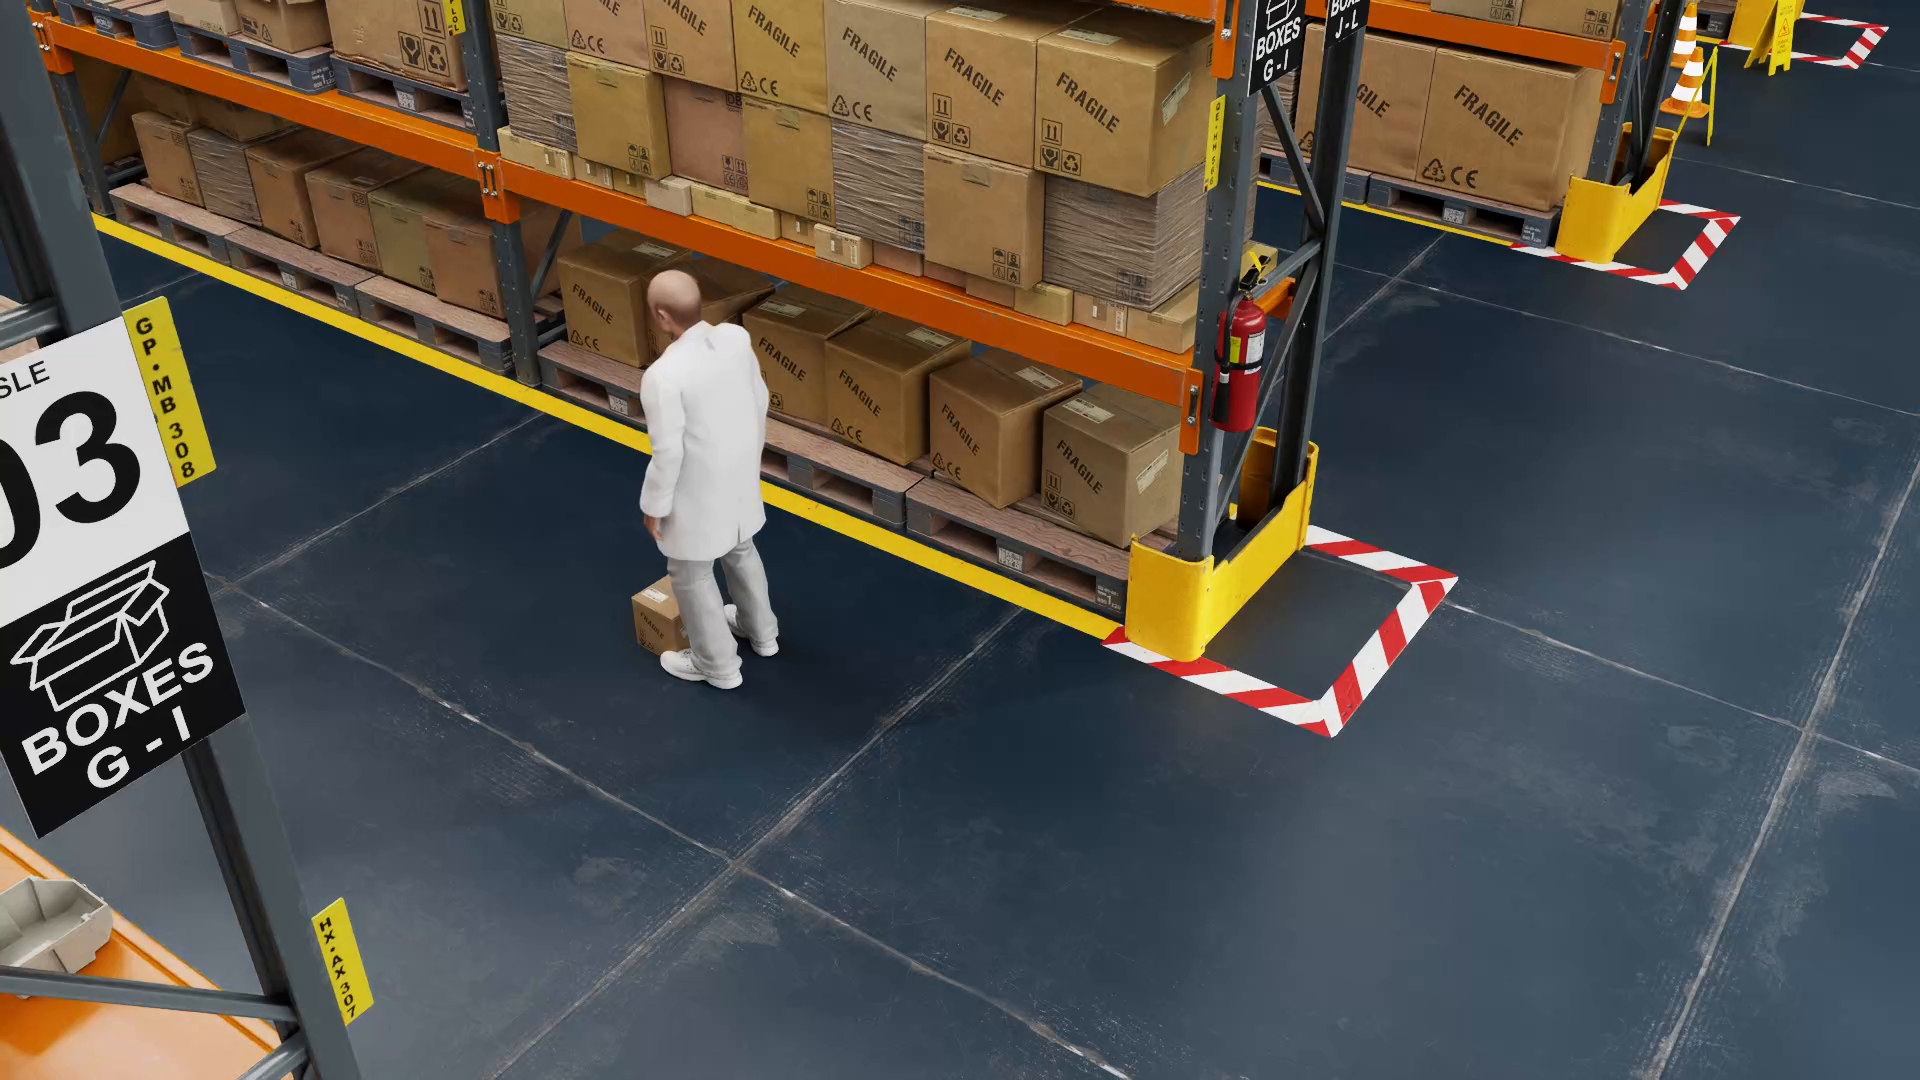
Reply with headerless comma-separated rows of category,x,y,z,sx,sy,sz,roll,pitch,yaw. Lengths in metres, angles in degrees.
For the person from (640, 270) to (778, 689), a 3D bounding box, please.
person,-0.989,-0.225,6.489,0.424,1.774,0.644,22,40,29
